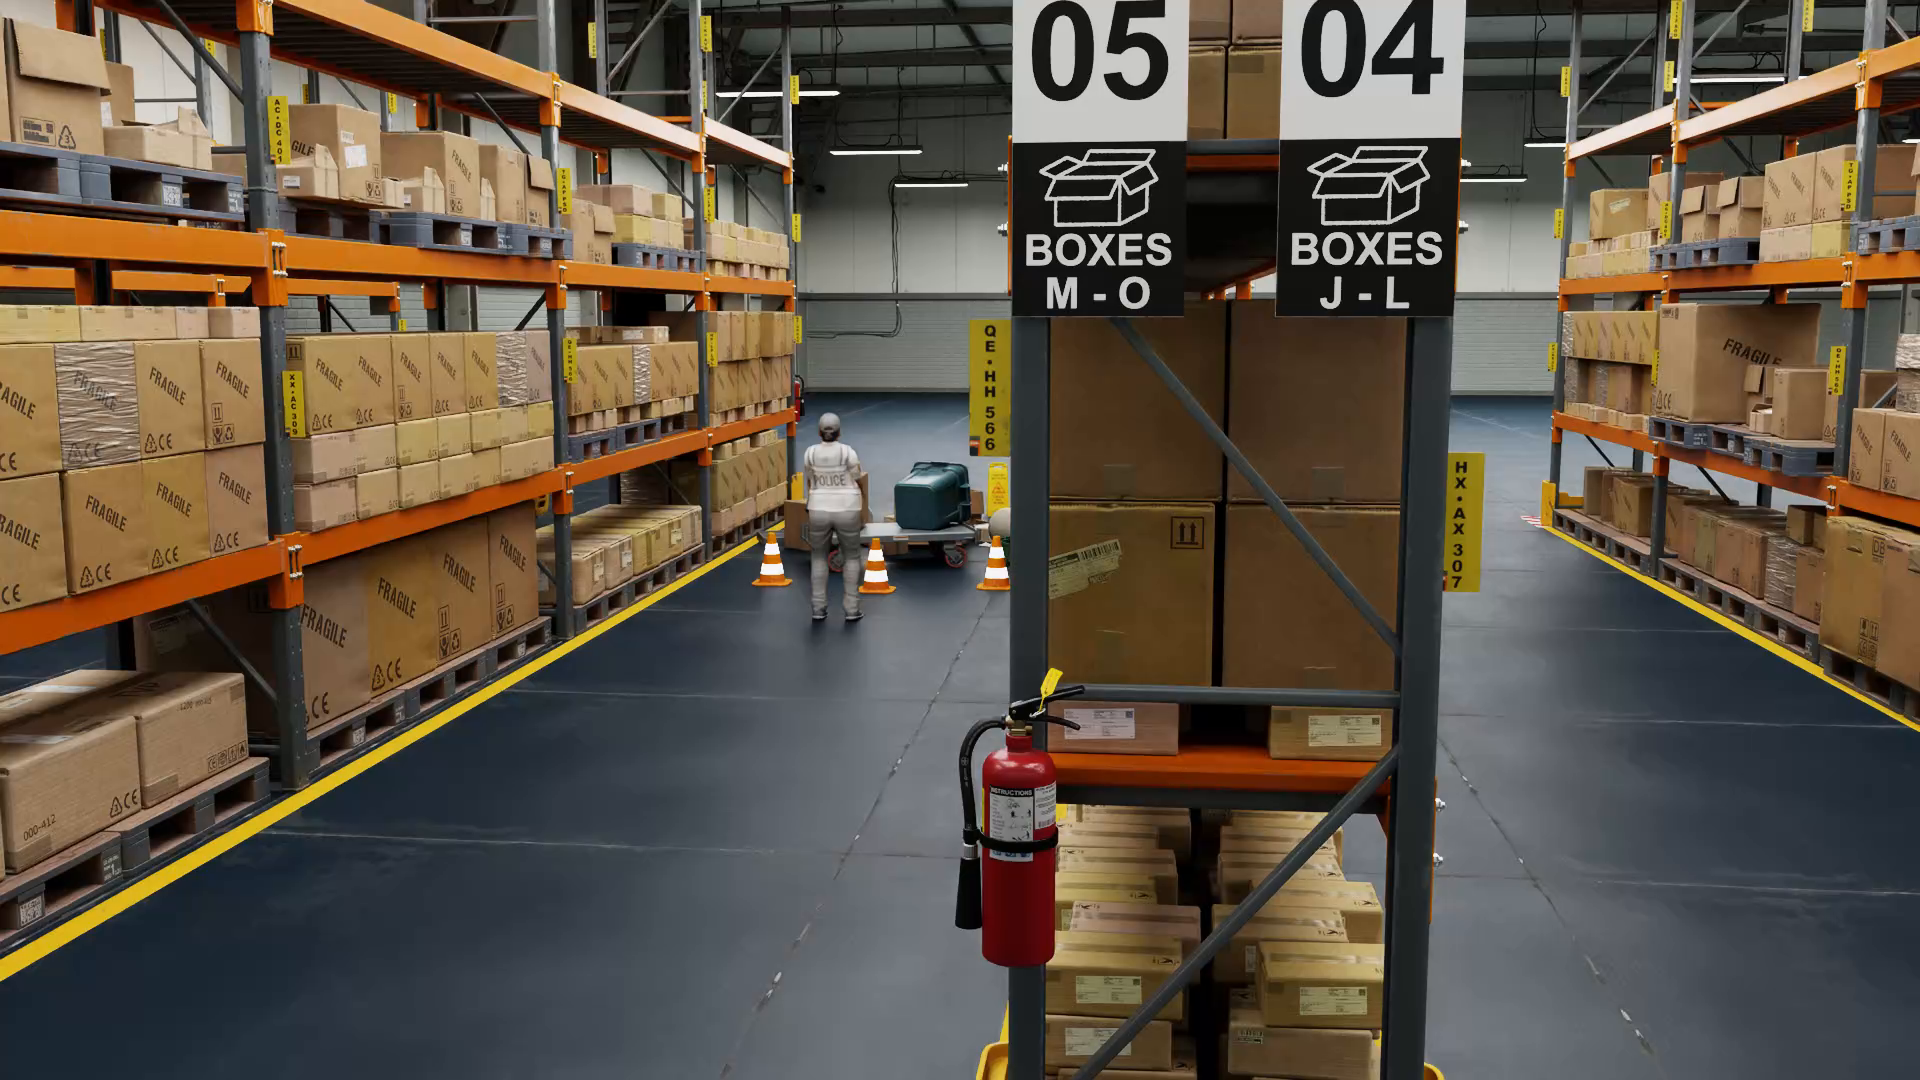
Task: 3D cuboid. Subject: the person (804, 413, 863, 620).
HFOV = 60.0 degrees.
[{"bbox_3d":[-0.996,-0.197,13.281,0.453,1.653,0.535,1,8,7],"label":"person"}]
